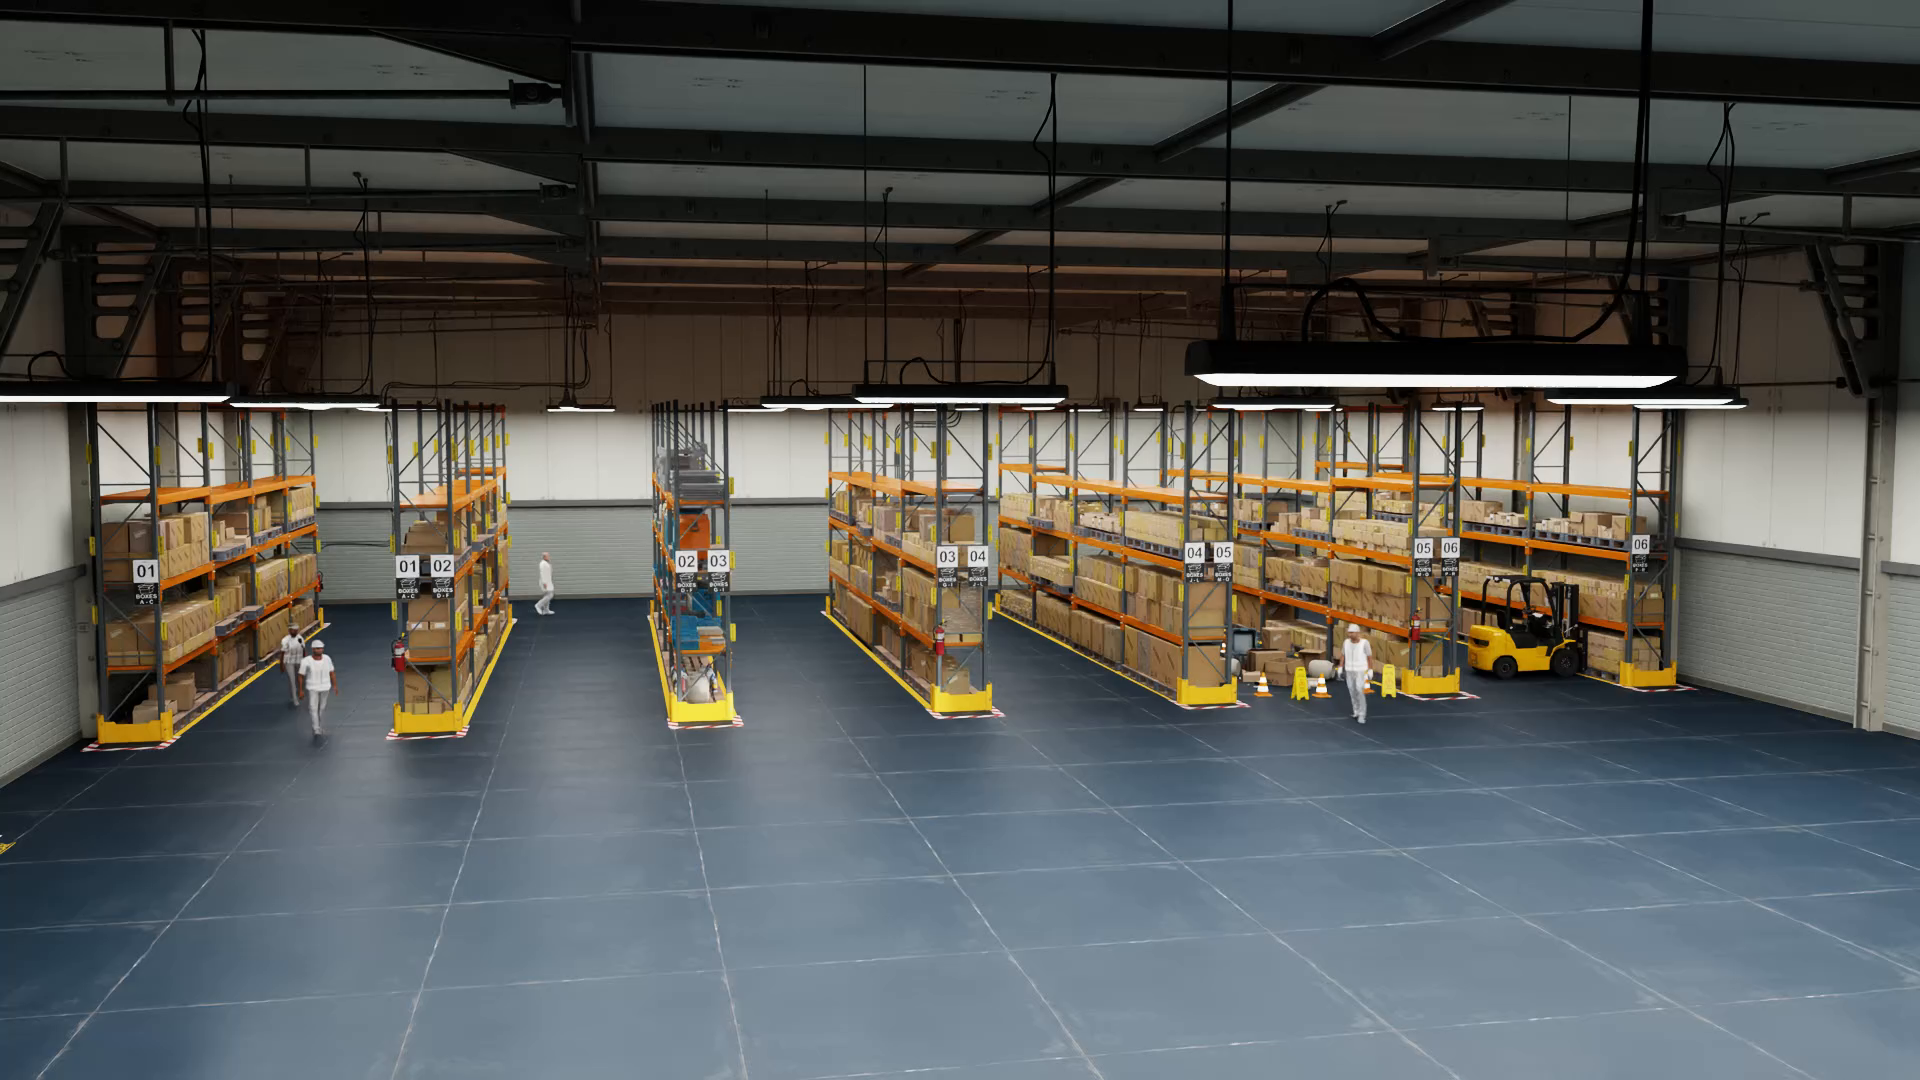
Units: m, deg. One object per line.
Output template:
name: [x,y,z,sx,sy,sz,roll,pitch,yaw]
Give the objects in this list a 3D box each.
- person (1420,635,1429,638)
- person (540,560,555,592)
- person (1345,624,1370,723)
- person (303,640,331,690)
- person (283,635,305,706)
person: [10.548,1.989,38.128,0.570,1.743,0.522,-1,4,-9]
person: [-11.778,1.024,47.420,0.401,0.940,0.599,-1,4,-16]
person: [7.437,2.484,31.197,0.585,1.785,0.675,3,6,39]
person: [-11.385,2.205,29.468,0.447,0.872,0.357,-4,6,-41]
person: [-13.144,2.541,32.839,0.411,1.365,1.079,-3,5,-37]
